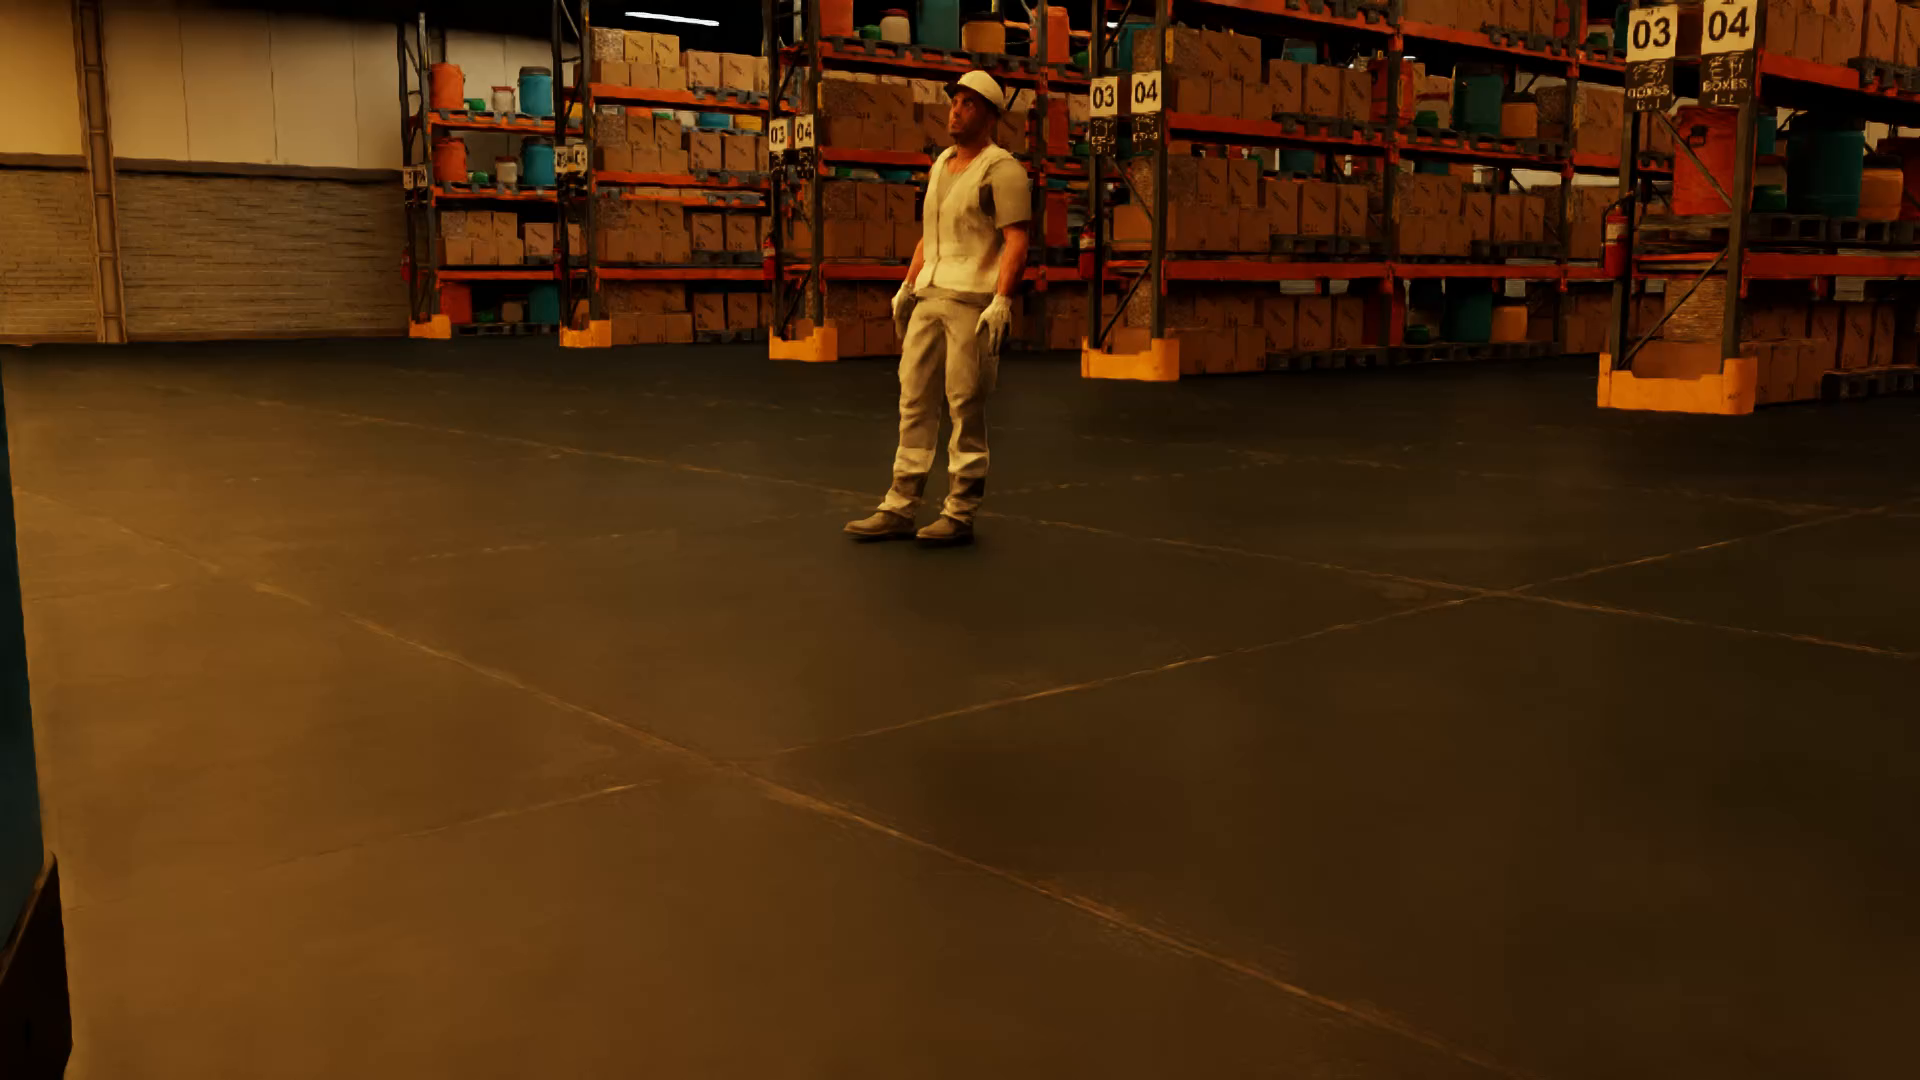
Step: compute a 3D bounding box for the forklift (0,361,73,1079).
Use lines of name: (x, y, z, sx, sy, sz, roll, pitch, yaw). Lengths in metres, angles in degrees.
forklift: (-2.353, -0.611, 0.904, 3.031, 2.935, 1.130, -3, 9, -21)

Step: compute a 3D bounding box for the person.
person: (-0.068, -0.884, 6.358, 0.563, 1.787, 0.637, -8, 12, -40)
